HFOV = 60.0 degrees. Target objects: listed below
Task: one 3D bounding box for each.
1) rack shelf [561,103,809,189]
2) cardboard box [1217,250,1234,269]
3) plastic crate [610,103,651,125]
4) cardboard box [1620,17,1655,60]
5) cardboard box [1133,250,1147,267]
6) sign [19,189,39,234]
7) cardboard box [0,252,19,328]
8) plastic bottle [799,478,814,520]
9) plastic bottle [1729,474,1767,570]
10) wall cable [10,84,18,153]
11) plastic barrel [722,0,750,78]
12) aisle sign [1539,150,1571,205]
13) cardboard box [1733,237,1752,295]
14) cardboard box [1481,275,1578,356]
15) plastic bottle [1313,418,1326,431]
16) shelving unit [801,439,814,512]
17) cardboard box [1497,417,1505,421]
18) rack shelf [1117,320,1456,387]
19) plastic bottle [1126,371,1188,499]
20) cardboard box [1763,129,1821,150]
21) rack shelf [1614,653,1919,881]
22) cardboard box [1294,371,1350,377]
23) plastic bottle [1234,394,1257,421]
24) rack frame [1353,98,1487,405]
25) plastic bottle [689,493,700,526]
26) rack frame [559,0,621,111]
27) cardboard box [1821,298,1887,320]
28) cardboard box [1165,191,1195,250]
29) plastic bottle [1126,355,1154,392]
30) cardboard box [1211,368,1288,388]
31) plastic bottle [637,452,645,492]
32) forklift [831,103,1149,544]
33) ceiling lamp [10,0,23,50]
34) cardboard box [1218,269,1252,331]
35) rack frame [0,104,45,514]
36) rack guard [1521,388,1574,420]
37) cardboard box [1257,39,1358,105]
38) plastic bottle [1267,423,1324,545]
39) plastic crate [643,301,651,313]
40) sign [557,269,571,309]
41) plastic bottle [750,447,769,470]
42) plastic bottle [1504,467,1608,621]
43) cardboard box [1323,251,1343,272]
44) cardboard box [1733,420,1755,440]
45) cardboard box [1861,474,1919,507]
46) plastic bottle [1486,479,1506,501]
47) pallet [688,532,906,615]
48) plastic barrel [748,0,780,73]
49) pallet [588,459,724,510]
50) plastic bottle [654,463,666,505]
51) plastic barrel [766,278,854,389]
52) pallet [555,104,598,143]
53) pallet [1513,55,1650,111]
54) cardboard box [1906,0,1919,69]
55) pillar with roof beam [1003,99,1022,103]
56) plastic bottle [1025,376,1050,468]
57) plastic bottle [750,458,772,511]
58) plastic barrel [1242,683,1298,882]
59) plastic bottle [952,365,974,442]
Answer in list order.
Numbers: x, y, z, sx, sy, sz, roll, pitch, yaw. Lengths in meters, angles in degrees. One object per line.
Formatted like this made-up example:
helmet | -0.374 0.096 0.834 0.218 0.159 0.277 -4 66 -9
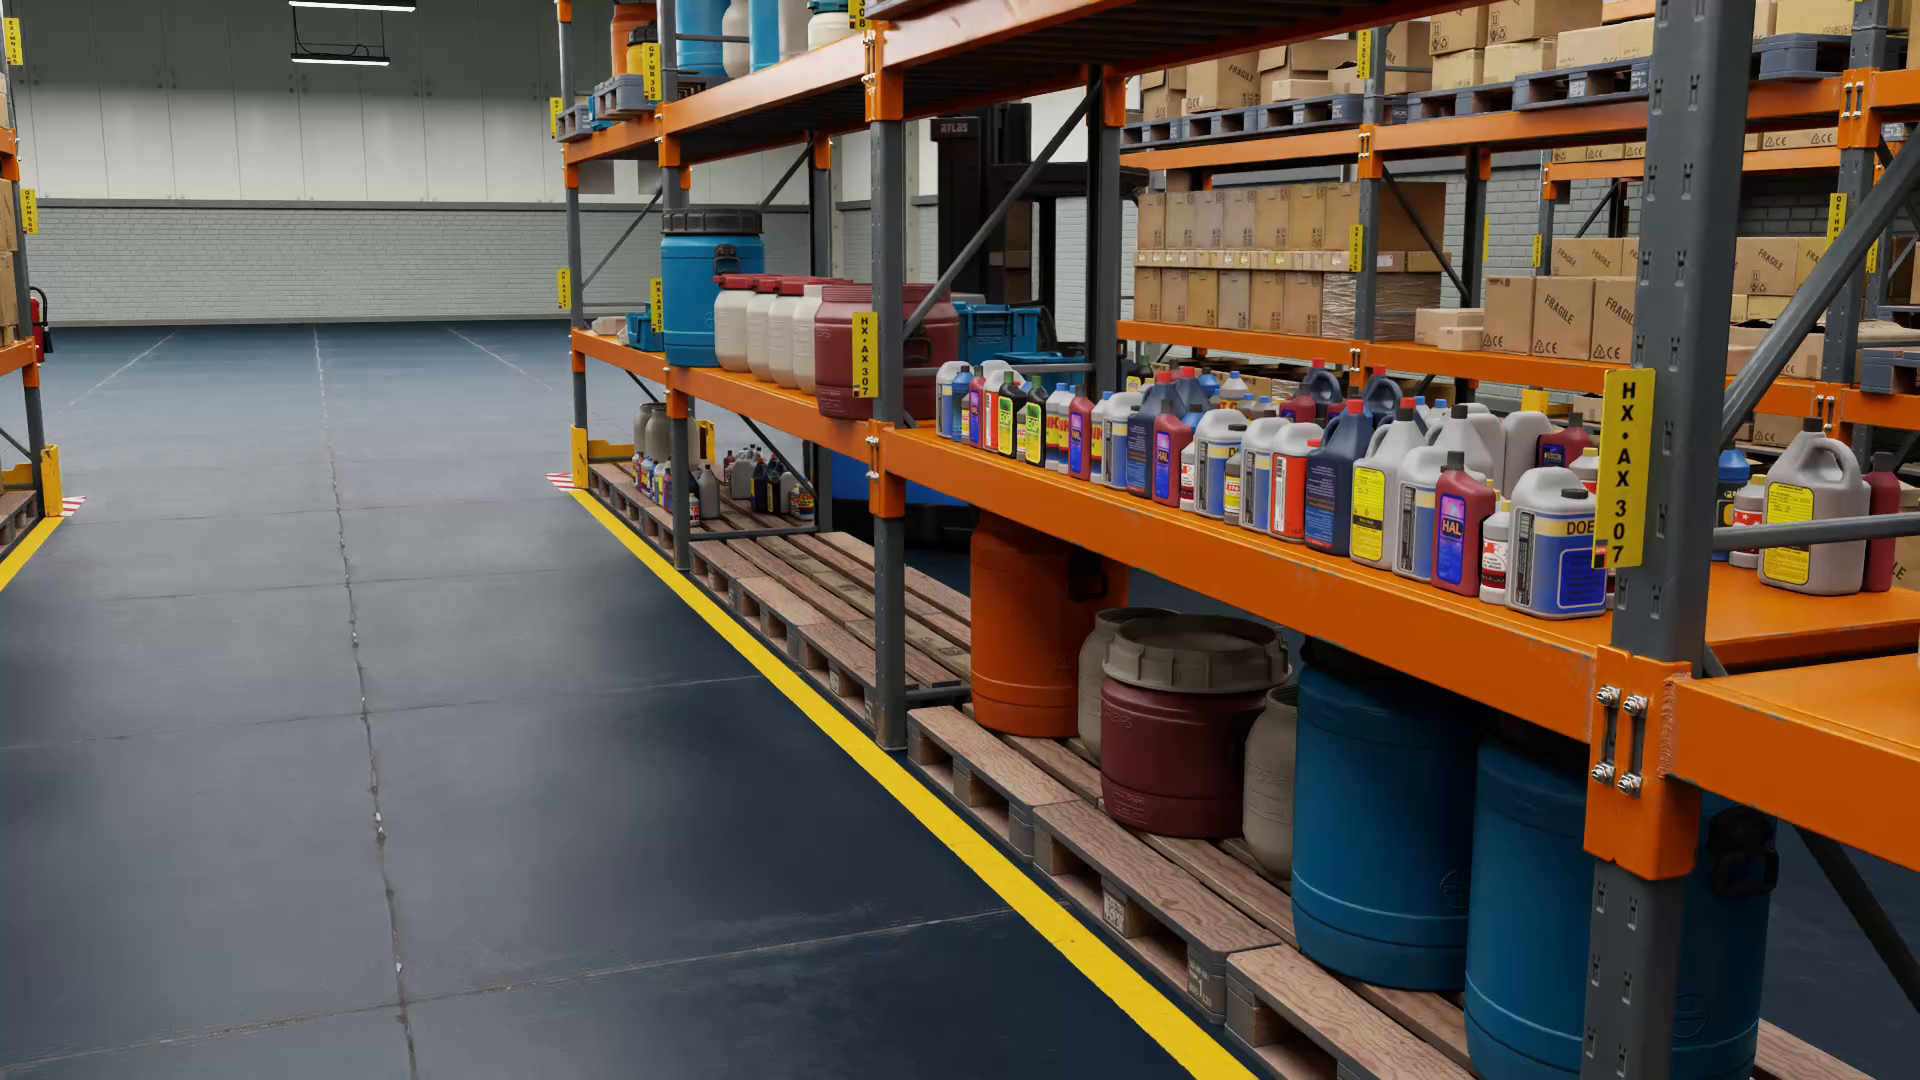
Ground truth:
rack shelf | -2.028 -2.769 11.908 1.077 0.370 4.000 -4 11 -21
cardboard box | 2.363 -2.326 13.794 0.380 0.149 0.250 -4 11 -20
plastic crate | -2.262 -2.903 11.362 0.243 0.136 0.396 -4 11 -21
cardboard box | 4.144 -2.839 9.479 0.500 0.250 0.500 -4 11 -22
cardboard box | 1.807 -2.577 15.205 0.380 0.149 0.250 -4 11 -21
sign | -6.844 -2.416 12.227 0.100 0.325 0.005 -4 11 -21
cardboard box | -6.902 -1.688 11.211 0.875 0.500 0.500 -4 11 -21
plastic bottle | -1.010 -0.273 10.922 0.097 0.271 0.097 0 10 0
plastic bottle | 1.753 -0.042 3.660 0.097 0.201 0.097 0 10 0
wall cable | -23.671 -11.232 39.159 2.305 6.003 0.169 -4 11 -21
plastic barrel | -1.276 -3.141 10.429 0.421 0.512 0.421 0 10 0
aisle sign | 6.175 -3.874 17.209 0.394 0.787 0.004 -4 11 -21
cardboard box | 7.112 -2.475 14.998 0.500 0.500 0.500 -4 11 -23
cardboard box | 3.769 -1.470 10.834 0.500 0.500 0.500 -3 11 -17
plastic bottle | 0.897 -0.169 4.172 0.097 0.271 0.097 0 10 0
shelving unit | -0.887 -0.971 12.596 0.587 1.500 1.083 0 10 0
cardboard box | 3.729 -0.714 11.922 0.500 0.311 0.500 -4 11 -21
rack shelf | 2.590 -1.605 13.935 1.077 0.370 4.000 -4 11 -21
plastic bottle | 0.559 -0.298 4.674 0.144 0.351 0.185 -4 11 -21
cardboard box | 7.346 -3.634 14.378 0.500 0.500 0.500 -5 11 -26
rack shelf | 2.321 0.667 1.159 1.077 0.370 4.000 -4 11 -21
cardboard box | 3.076 -1.114 13.630 0.500 0.500 0.500 -4 11 -21
plastic bottle | 0.975 -0.393 5.630 0.097 0.201 0.097 0 10 0
rack frame | 3.315 -1.633 12.037 1.000 3.000 0.127 -4 11 -21
plastic bottle | -1.725 -0.198 10.701 0.097 0.201 0.097 0 10 0
rack frame | -2.753 -4.926 13.418 1.000 3.000 0.127 -4 11 -21
cardboard box | 7.476 -1.942 14.145 0.500 0.250 0.500 -4 11 -21
cardboard box | 2.237 -2.803 14.622 0.700 0.500 0.500 -4 11 -22
plastic bottle | 0.691 -0.570 6.393 0.061 0.283 0.133 -4 11 -21
cardboard box | 2.393 -1.162 13.897 0.500 0.500 0.500 -4 11 -21
plastic bottle | -2.321 -0.498 12.153 0.061 0.283 0.133 -4 11 -20
forklift | 0.659 -1.412 10.990 3.031 2.935 1.130 4 11 20
ceiling lamp | -19.975 -11.407 33.183 2.000 3.185 0.800 -4 11 -21
cardboard box | 2.586 -2.006 13.846 0.700 0.500 0.500 -4 11 -19
rack frame | -7.369 -1.658 12.176 1.000 3.000 0.127 -4 11 -21
rack guard | 6.509 -1.358 17.627 1.175 0.500 0.348 -4 11 -21
cardboard box | 2.836 -3.713 13.272 0.797 0.503 0.637 -3 10 -15
plastic bottle | 0.837 -0.138 3.987 0.152 0.276 0.135 -4 11 -21
plastic crate | -2.292 -1.836 13.604 0.499 0.251 0.616 -4 11 -21
sign | -3.267 -2.074 13.727 0.100 0.325 0.005 -4 11 -21
plastic bottle | -1.431 -0.490 11.918 0.144 0.351 0.185 -4 11 -21
plastic bottle | 1.152 0.004 3.189 0.152 0.276 0.135 -4 11 -21
cardboard box | 2.929 -2.073 12.372 0.380 0.149 0.250 -4 11 -22
cardboard box | 7.370 -1.024 15.493 0.380 0.149 0.250 -5 11 -25
cardboard box | 4.848 -0.214 9.106 0.500 0.311 0.500 -4 11 -19
plastic bottle | 1.129 -0.030 3.592 0.097 0.201 0.097 0 10 0
pallet | -0.982 0.179 9.810 1.003 0.211 1.213 -4 11 -21
plastic barrel | -0.917 -2.974 9.577 0.600 0.901 0.708 -4 11 -21
pallet | -2.392 -0.457 13.387 1.003 0.211 1.213 -4 11 -21
plastic bottle | -2.047 -0.393 11.584 0.152 0.276 0.135 -4 11 -20
plastic barrel | -0.738 -1.026 8.234 0.433 0.535 0.433 0 10 0
pallet | -2.544 -3.215 12.903 1.003 0.211 1.213 -4 11 -21
pallet | 4.027 -2.652 9.736 1.003 0.211 1.213 -3 11 -18
cardboard box | 4.954 -2.437 7.706 0.910 0.500 0.500 -4 11 -21
pillar with roof beam | -2.994 -8.160 31.600 9.100 9.000 0.548 -4 11 -21
plastic bottle | 0.259 -0.380 5.324 0.061 0.283 0.133 -4 11 -21
plastic bottle | -1.343 -0.381 11.303 0.144 0.351 0.185 -4 11 -21
plastic barrel | 1.037 0.701 4.818 0.421 0.512 0.421 0 10 0
plastic bottle | 0.018 -0.491 5.985 0.097 0.271 0.097 0 10 0
